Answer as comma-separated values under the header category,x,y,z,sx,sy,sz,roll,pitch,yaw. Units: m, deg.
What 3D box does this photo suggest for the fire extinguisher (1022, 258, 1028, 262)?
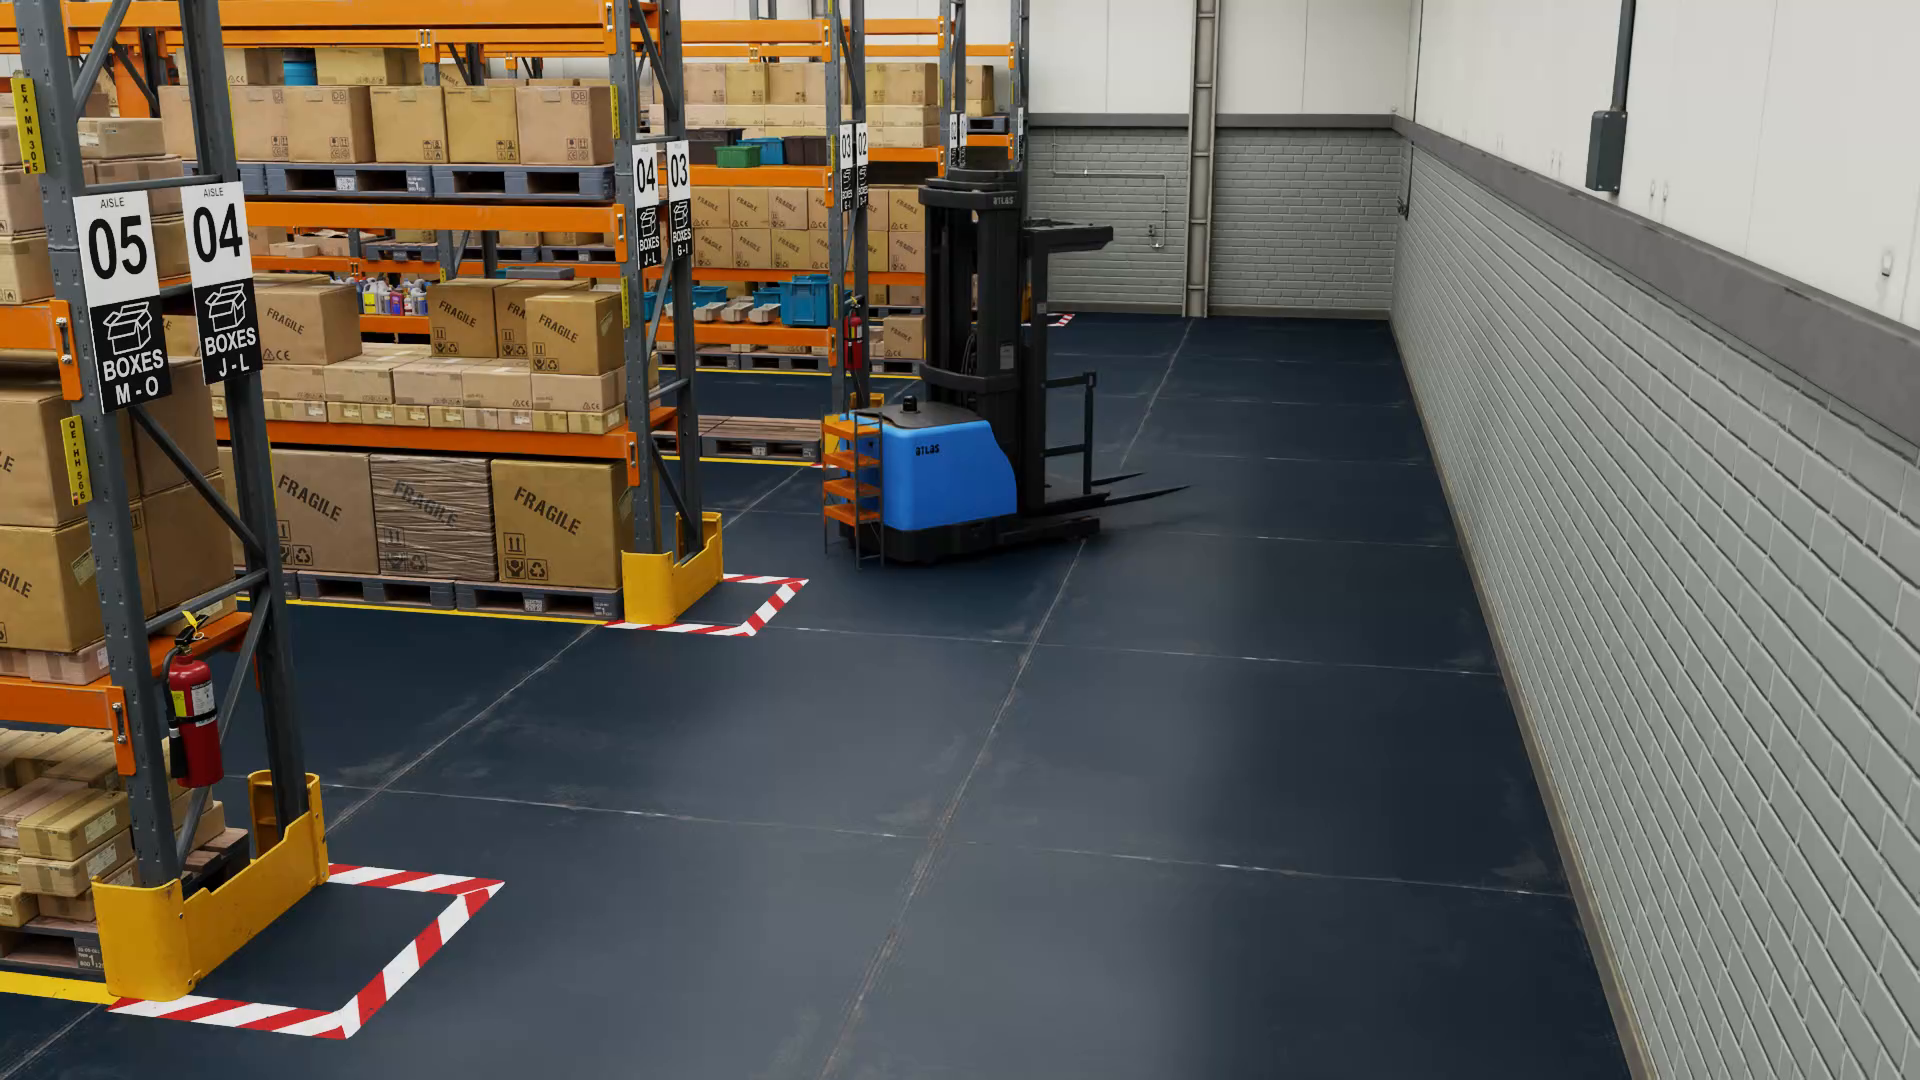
category,x,y,z,sx,sy,sz,roll,pitch,yaw
fire extinguisher,0.954,-4.563,25.188,0.183,0.674,0.296,3,16,11

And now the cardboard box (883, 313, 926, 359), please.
category,x,y,z,sx,sy,sz,roll,pitch,yaw
cardboard box,-0.667,-2.584,21.060,0.500,0.500,0.500,3,16,11

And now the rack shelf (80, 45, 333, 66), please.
category,x,y,z,sx,sy,sz,roll,pitch,yaw
rack shelf,-9.884,-6.496,22.182,4.000,0.370,1.077,3,16,11

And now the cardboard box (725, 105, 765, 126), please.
category,x,y,z,sx,sy,sz,roll,pitch,yaw
cardboard box,-2.600,-5.293,20.705,0.500,0.250,0.500,3,16,11

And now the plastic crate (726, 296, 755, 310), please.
category,x,y,z,sx,sy,sz,roll,pitch,yaw
plastic crate,-2.215,-2.393,16.892,0.298,0.136,0.250,3,16,11

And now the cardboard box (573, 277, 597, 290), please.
category,x,y,z,sx,sy,sz,roll,pitch,yaw
cardboard box,-6.247,-4.427,27.094,0.750,0.750,0.750,3,16,10

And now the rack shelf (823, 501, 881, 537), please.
category,x,y,z,sx,sy,sz,roll,pitch,yaw
rack shelf,-0.824,-0.165,12.836,0.258,0.148,0.480,-10,19,-33

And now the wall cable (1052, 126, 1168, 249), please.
category,x,y,z,sx,sy,sz,roll,pitch,yaw
wall cable,2.342,-5.577,26.104,1.851,1.984,0.084,3,16,11

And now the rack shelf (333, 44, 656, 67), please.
category,x,y,z,sx,sy,sz,roll,pitch,yaw
rack shelf,-5.965,-6.283,21.414,4.000,0.370,1.077,3,16,11

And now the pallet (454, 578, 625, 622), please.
category,x,y,z,sx,sy,sz,roll,pitch,yaw
pallet,-2.862,0.301,12.011,1.213,0.211,1.003,3,16,11

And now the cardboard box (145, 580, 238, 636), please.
category,x,y,z,sx,sy,sz,roll,pitch,yaw
cardboard box,-3.402,0.289,7.299,0.250,0.149,0.380,3,16,11

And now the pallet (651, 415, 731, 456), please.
category,x,y,z,sx,sy,sz,roll,pitch,yaw
pallet,-3.068,-1.092,17.040,1.213,0.211,1.003,3,16,11

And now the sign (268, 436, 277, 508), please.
category,x,y,z,sx,sy,sz,roll,pitch,yaw
sign,-3.042,-0.288,7.291,0.005,0.325,0.100,3,16,11

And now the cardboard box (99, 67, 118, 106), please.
category,x,y,z,sx,sy,sz,roll,pitch,yaw
cardboard box,-11.248,-6.145,22.526,0.500,0.500,0.500,3,16,12

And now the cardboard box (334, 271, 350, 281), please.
category,x,y,z,sx,sy,sz,roll,pitch,yaw
cardboard box,-10.136,-4.519,28.046,0.500,0.500,0.700,4,16,13

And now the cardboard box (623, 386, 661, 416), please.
category,x,y,z,sx,sy,sz,roll,pitch,yaw
cardboard box,-2.345,-1.005,11.972,0.250,0.149,0.380,3,16,12

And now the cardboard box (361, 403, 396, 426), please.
category,x,y,z,sx,sy,sz,roll,pitch,yaw
cardboard box,-3.975,-0.914,11.644,0.250,0.149,0.380,3,16,12

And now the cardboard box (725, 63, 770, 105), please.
category,x,y,z,sx,sy,sz,roll,pitch,yaw
cardboard box,-2.568,-5.696,20.757,0.500,0.500,0.700,3,16,11

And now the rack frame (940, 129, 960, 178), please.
category,x,y,z,sx,sy,sz,roll,pitch,yaw
rack frame,-0.085,-3.612,20.913,0.127,3.000,1.000,3,16,11

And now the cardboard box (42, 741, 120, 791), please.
category,x,y,z,sx,sy,sz,roll,pitch,yaw
cardboard box,-3.890,1.056,7.500,0.250,0.149,0.380,3,16,12

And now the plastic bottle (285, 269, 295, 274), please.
category,x,y,z,sx,sy,sz,roll,pitch,yaw
plastic bottle,-7.166,-2.728,17.815,0.185,0.351,0.144,3,16,11

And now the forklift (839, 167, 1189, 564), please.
category,x,y,z,sx,sy,sz,roll,pitch,yaw
forklift,0.536,-1.509,13.450,3.031,2.935,1.130,-10,18,-33

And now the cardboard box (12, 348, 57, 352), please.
category,x,y,z,sx,sy,sz,roll,pitch,yaw
cardboard box,-6.495,-1.235,12.146,0.500,0.500,0.500,3,16,11

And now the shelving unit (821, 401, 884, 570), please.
category,x,y,z,sx,sy,sz,roll,pitch,yaw
shelving unit,-0.824,-0.421,12.765,0.258,1.200,0.503,-10,19,-33

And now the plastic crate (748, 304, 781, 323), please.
category,x,y,z,sx,sy,sz,roll,pitch,yaw
plastic crate,-1.911,-2.214,16.249,0.243,0.136,0.396,3,16,11

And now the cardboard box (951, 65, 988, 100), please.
category,x,y,z,sx,sy,sz,roll,pitch,yaw
cardboard box,0.127,-6.861,24.925,0.500,0.500,0.500,3,16,11

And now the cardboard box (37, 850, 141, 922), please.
category,x,y,z,sx,sy,sz,roll,pitch,yaw
cardboard box,-3.708,1.469,7.123,0.250,0.149,0.380,3,16,12

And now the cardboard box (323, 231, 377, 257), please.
category,x,y,z,sx,sy,sz,roll,pitch,yaw
cardboard box,-8.272,-4.026,22.573,0.500,0.311,0.500,4,16,15

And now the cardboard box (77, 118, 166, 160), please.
category,x,y,z,sx,sy,sz,roll,pitch,yaw
cardboard box,-3.422,-1.612,6.671,0.250,0.149,0.380,3,16,11

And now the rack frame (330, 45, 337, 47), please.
category,x,y,z,sx,sy,sz,roll,pitch,yaw
rack frame,-7.925,-6.929,21.649,0.127,3.000,1.000,3,16,11

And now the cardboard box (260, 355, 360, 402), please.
category,x,y,z,sx,sy,sz,roll,pitch,yaw
cardboard box,-4.579,-1.157,11.775,0.500,0.250,0.500,4,16,12

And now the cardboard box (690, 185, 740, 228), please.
category,x,y,z,sx,sy,sz,roll,pitch,yaw
cardboard box,-3.093,-4.229,21.080,0.500,0.500,0.500,3,16,9

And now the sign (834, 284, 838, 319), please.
category,x,y,z,sx,sy,sz,roll,pitch,yaw
sign,-1.169,-2.251,15.692,0.005,0.325,0.100,3,16,11

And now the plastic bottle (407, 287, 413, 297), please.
category,x,y,z,sx,sy,sz,roll,pitch,yaw
plastic bottle,-5.738,-2.544,17.429,0.097,0.201,0.097,0,15,0

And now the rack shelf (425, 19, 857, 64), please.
category,x,y,z,sx,sy,sz,roll,pitch,yaw
rack shelf,-3.036,-4.775,15.969,4.000,0.370,1.077,3,16,11

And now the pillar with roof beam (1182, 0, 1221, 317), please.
category,x,y,z,sx,sy,sz,roll,pitch,yaw
pillar with roof beam,2.859,-6.756,21.024,0.400,9.000,9.100,3,16,11

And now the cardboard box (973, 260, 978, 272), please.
category,x,y,z,sx,sy,sz,roll,pitch,yaw
cardboard box,0.355,-4.275,25.988,0.250,0.149,0.380,3,16,11

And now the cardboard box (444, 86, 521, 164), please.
category,x,y,z,sx,sy,sz,roll,pitch,yaw
cardboard box,-3.110,-2.840,11.347,0.500,0.500,0.700,3,16,9

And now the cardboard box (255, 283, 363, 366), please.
category,x,y,z,sx,sy,sz,roll,pitch,yaw
cardboard box,-4.572,-1.519,11.676,0.500,0.500,0.500,3,16,9

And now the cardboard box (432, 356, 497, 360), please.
category,x,y,z,sx,sy,sz,roll,pitch,yaw
cardboard box,-3.482,-1.242,12.080,0.500,0.250,0.500,3,16,9

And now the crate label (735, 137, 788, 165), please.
category,x,y,z,sx,sy,sz,roll,pitch,yaw
crate label,-1.915,-3.824,16.338,0.502,0.251,0.408,3,16,11

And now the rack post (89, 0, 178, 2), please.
category,x,y,z,sx,sy,sz,roll,pitch,yaw
rack post,-8.197,-5.569,16.881,0.937,0.300,0.954,3,16,11

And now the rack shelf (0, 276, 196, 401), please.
category,x,y,z,sx,sy,sz,roll,pitch,yaw
rack shelf,-5.110,-0.934,6.974,4.000,0.370,1.077,3,16,11

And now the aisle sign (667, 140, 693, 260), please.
category,x,y,z,sx,sy,sz,roll,pitch,yaw
aisle sign,-1.932,-2.348,11.481,0.004,0.787,0.394,3,16,11

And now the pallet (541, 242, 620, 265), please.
category,x,y,z,sx,sy,sz,roll,pitch,yaw
pallet,-4.766,-3.804,21.964,1.213,0.211,1.003,3,16,11

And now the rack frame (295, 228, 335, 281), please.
category,x,y,z,sx,sy,sz,roll,pitch,yaw
rack frame,-10.861,-5.547,27.897,0.127,3.000,1.000,3,16,11

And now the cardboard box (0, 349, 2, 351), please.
category,x,y,z,sx,sy,sz,roll,pitch,yaw
cardboard box,-4.538,-0.554,7.256,0.500,0.500,0.500,3,16,10

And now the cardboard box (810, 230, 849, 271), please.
category,x,y,z,sx,sy,sz,roll,pitch,yaw
cardboard box,-1.575,-3.668,20.926,0.500,0.500,0.500,3,16,12

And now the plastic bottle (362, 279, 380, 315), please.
category,x,y,z,sx,sy,sz,roll,pitch,yaw
plastic bottle,-5.961,-2.469,16.879,0.185,0.351,0.144,3,16,11

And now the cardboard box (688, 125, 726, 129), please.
category,x,y,z,sx,sy,sz,roll,pitch,yaw
cardboard box,-3.088,-5.080,20.874,0.500,0.250,0.500,3,16,11
